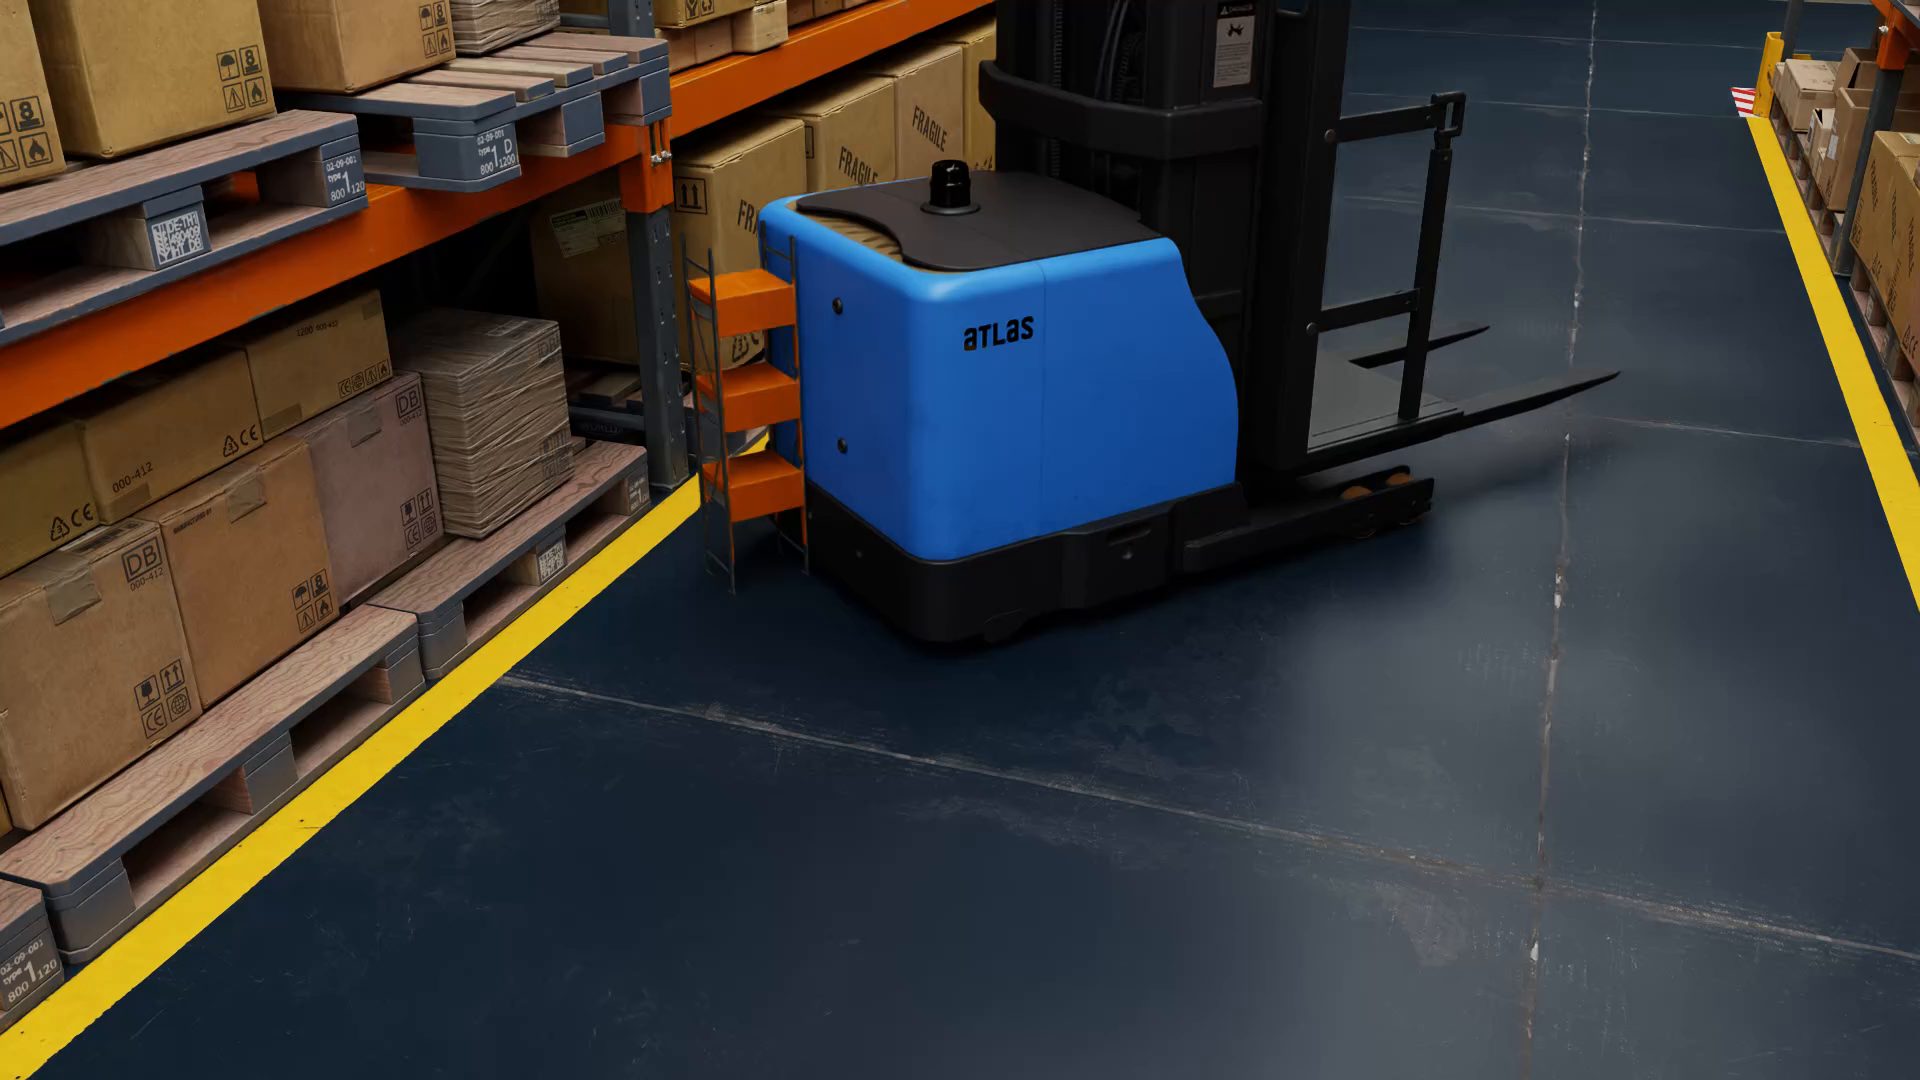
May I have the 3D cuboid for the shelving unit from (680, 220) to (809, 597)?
[{"bbox_3d":[-0.614,-0.371,4.811,0.252,1.050,0.215,-15,30,-28],"label":"shelving unit"}]

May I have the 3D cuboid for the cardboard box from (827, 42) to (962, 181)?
[{"bbox_3d":[-0.471,-1.822,7.556,0.750,0.750,0.750,10,27,19],"label":"cardboard box"}]

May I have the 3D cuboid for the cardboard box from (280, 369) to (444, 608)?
[{"bbox_3d":[-1.886,-0.183,4.549,0.700,0.500,0.500,9,27,17],"label":"cardboard box"}]

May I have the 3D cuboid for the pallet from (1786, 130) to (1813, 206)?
[{"bbox_3d":[5.223,-2.065,9.273,1.003,0.211,1.213,9,27,17],"label":"pallet"}]

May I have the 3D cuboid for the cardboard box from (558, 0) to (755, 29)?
[{"bbox_3d":[-1.012,-1.959,5.374,0.500,0.500,0.500,10,27,19],"label":"cardboard box"}]

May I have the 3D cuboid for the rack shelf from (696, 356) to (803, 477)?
[{"bbox_3d":[-0.614,-0.361,4.815,0.240,0.259,0.215,-15,30,-28],"label":"rack shelf"}]

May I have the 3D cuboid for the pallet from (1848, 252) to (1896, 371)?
[{"bbox_3d":[4.354,-0.940,6.950,1.003,0.211,1.213,9,27,17],"label":"pallet"}]

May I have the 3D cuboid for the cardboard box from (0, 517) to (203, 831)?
[{"bbox_3d":[-2.184,0.234,3.688,0.700,0.500,0.500,9,27,18],"label":"cardboard box"}]

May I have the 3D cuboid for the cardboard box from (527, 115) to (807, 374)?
[{"bbox_3d":[-1.046,-1.113,6.091,0.750,0.750,0.750,8,27,17],"label":"cardboard box"}]

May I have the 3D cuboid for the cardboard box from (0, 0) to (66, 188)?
[{"bbox_3d":[-2.162,-0.915,3.079,0.700,0.500,0.500,13,29,24],"label":"cardboard box"}]

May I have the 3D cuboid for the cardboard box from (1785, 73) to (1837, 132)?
[{"bbox_3d":[5.139,-2.546,9.717,0.500,0.250,0.500,9,27,17],"label":"cardboard box"}]

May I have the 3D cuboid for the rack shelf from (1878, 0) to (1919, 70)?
[{"bbox_3d":[3.923,-1.389,5.503,1.077,0.370,4.000,9,27,17],"label":"rack shelf"}]

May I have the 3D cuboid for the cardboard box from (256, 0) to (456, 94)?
[{"bbox_3d":[-1.722,-1.423,4.127,0.700,0.500,0.500,6,27,13],"label":"cardboard box"}]

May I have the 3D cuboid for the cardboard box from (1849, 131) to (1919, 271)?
[{"bbox_3d":[4.198,-1.445,7.155,0.500,0.500,0.500,8,27,15],"label":"cardboard box"}]

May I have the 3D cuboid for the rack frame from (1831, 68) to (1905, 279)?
[{"bbox_3d":[4.589,-2.535,7.044,1.000,3.000,0.127,9,27,17],"label":"rack frame"}]

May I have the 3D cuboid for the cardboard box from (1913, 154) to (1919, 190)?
[{"bbox_3d":[3.865,-1.371,6.143,0.500,0.250,0.500,9,27,18],"label":"cardboard box"}]

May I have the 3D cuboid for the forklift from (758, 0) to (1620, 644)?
[{"bbox_3d":[0.921,-1.501,4.987,3.031,2.935,1.130,-15,30,-28],"label":"forklift"}]

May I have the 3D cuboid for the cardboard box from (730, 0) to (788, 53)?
[{"bbox_3d":[-0.827,-1.805,5.801,0.380,0.149,0.250,10,27,19],"label":"cardboard box"}]

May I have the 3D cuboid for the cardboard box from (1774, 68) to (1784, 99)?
[{"bbox_3d":[5.373,-2.877,10.496,0.380,0.166,0.250,9,27,17],"label":"cardboard box"}]

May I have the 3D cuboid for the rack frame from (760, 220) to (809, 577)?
[{"bbox_3d":[-0.511,-0.399,4.869,0.008,1.050,0.200,-15,30,-28],"label":"rack frame"}]

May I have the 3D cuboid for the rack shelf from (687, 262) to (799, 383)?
[{"bbox_3d":[-0.614,-0.617,4.692,0.240,0.259,0.215,-15,30,-28],"label":"rack shelf"}]

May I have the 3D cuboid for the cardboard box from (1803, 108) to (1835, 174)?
[{"bbox_3d":[4.760,-2.107,8.739,0.500,0.311,0.500,9,27,17],"label":"cardboard box"}]

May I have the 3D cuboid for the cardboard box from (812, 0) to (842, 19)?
[{"bbox_3d":[-0.685,-2.139,6.490,0.380,0.149,0.250,9,27,18],"label":"cardboard box"}]

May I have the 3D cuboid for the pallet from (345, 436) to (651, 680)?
[{"bbox_3d":[-1.676,-0.032,5.074,1.003,0.211,1.213,9,27,17],"label":"pallet"}]

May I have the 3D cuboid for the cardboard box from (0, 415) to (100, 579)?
[{"bbox_3d":[-2.204,-0.076,3.467,0.500,0.250,0.500,8,27,16],"label":"cardboard box"}]

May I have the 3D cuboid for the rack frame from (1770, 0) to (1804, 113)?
[{"bbox_3d":[5.920,-4.179,10.439,1.000,3.000,0.127,9,27,17],"label":"rack frame"}]

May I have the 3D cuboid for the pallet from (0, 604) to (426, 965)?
[{"bbox_3d":[-2.084,0.467,4.042,1.003,0.211,1.213,9,27,17],"label":"pallet"}]

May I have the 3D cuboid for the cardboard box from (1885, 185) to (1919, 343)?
[{"bbox_3d":[3.858,-1.020,6.277,0.500,0.500,0.500,9,27,18],"label":"cardboard box"}]

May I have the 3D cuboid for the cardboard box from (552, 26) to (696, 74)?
[{"bbox_3d":[-1.087,-1.606,5.390,0.380,0.149,0.250,8,27,17],"label":"cardboard box"}]

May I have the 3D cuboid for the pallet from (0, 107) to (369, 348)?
[{"bbox_3d":[-2.035,-0.702,3.479,1.003,0.211,1.213,9,27,17],"label":"pallet"}]

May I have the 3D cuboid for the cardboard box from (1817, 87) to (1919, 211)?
[{"bbox_3d":[4.511,-1.883,8.061,0.500,0.500,0.500,9,27,17],"label":"cardboard box"}]

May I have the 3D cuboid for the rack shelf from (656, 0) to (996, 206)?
[{"bbox_3d":[-0.749,-2.106,6.984,1.077,0.370,4.000,9,27,17],"label":"rack shelf"}]

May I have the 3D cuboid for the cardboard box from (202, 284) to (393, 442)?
[{"bbox_3d":[-1.854,-0.490,4.323,0.500,0.250,0.500,9,27,18],"label":"cardboard box"}]

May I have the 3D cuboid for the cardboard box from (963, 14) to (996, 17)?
[{"bbox_3d":[0.026,-2.870,9.377,0.380,0.149,0.250,9,27,17],"label":"cardboard box"}]
